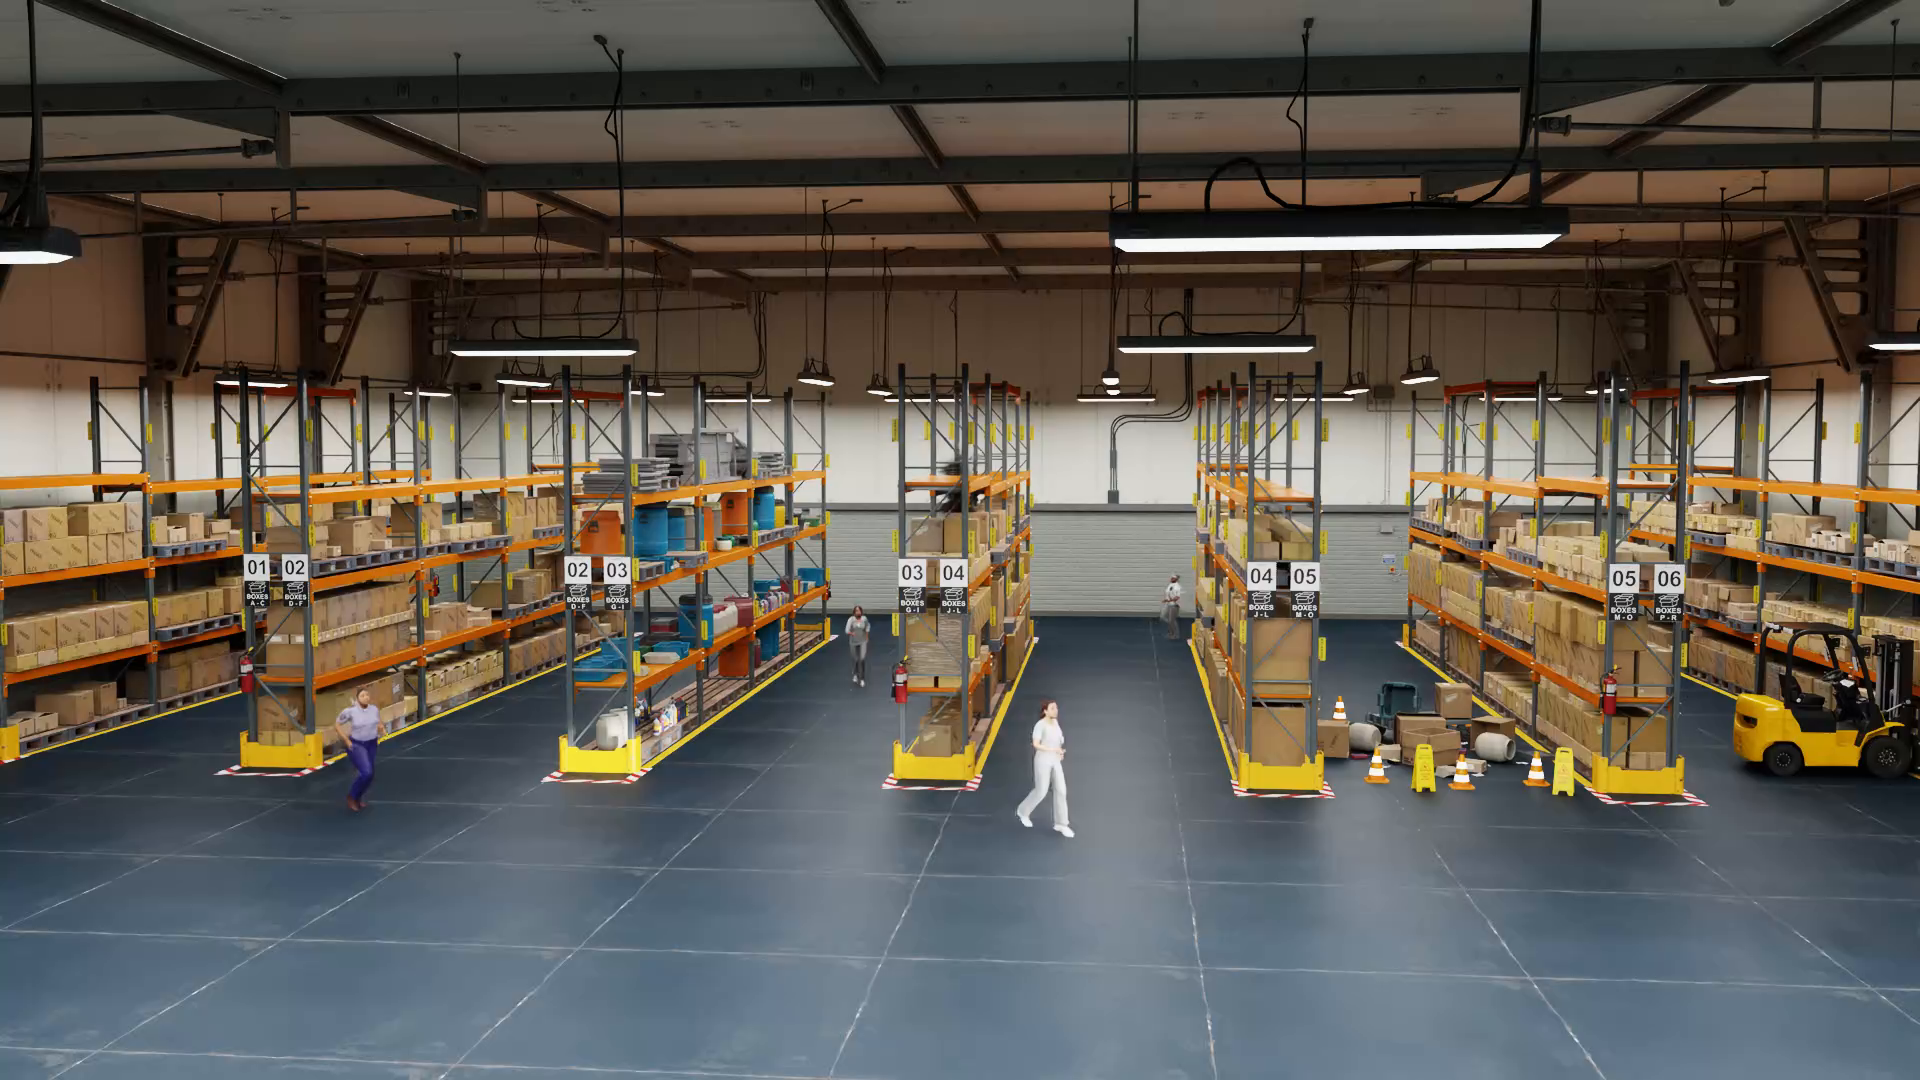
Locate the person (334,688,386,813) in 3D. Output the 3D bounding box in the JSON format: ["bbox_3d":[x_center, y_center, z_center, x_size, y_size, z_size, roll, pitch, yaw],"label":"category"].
[{"bbox_3d":[-7.893,2.782,22.051,0.645,1.644,0.580,3,4,35],"label":"person"}]

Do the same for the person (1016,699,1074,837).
[{"bbox_3d":[1.082,2.835,20.851,0.853,1.678,0.583,3,5,43],"label":"person"}]

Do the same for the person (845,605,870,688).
[{"bbox_3d":[-2.029,2.094,32.953,0.490,1.643,0.782,0,4,-3],"label":"person"}]

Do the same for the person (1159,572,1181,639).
[{"bbox_3d":[5.122,1.595,40.273,0.595,1.661,0.622,-2,4,-27],"label":"person"}]
